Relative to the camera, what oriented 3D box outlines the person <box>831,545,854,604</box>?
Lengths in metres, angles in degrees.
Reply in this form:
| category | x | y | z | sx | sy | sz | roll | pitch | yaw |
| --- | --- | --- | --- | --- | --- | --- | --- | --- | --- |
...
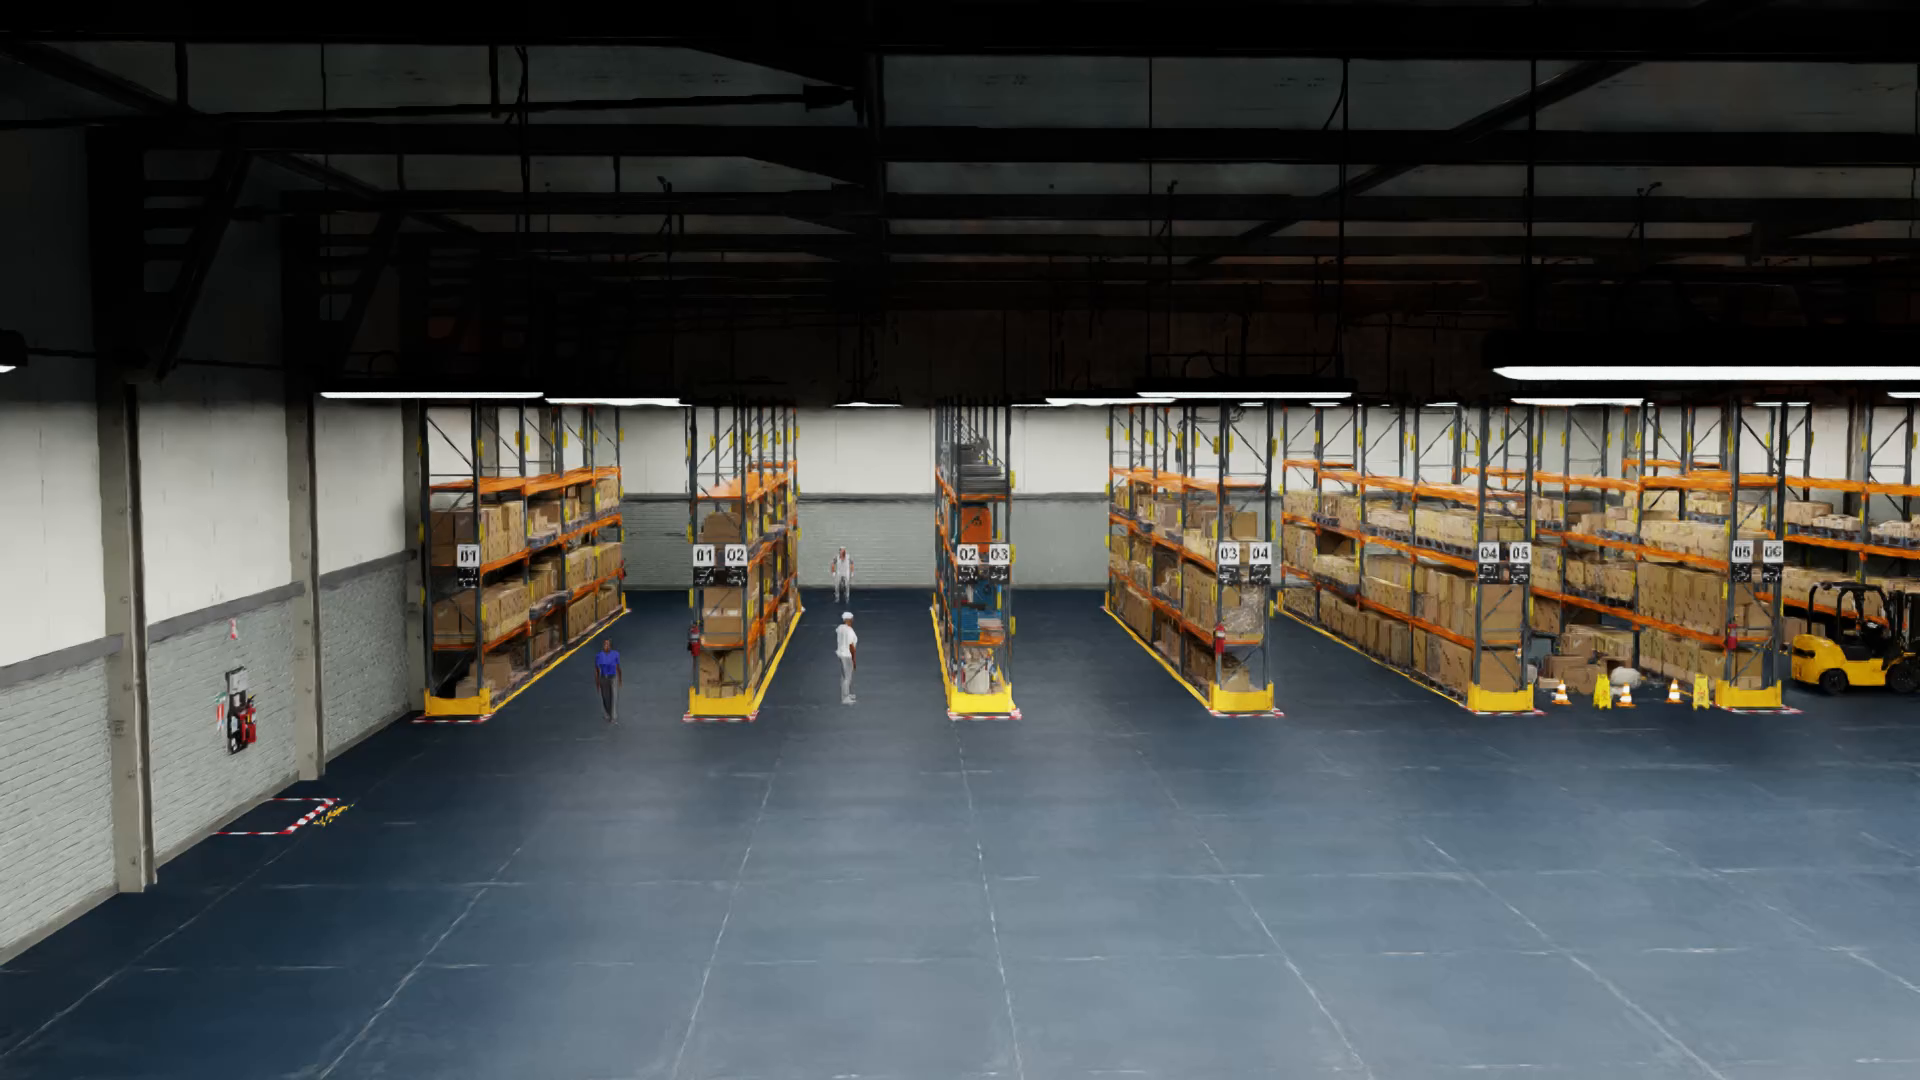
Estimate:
| category | x | y | z | sx | sy | sz | roll | pitch | yaw |
| --- | --- | --- | --- | --- | --- | --- | --- | --- | --- |
| person | -3.445 | 1.020 | 48.845 | 0.677 | 1.741 | 0.552 | 0 | 5 | -4 |

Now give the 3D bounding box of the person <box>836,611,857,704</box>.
| category | x | y | z | sx | sy | sz | roll | pitch | yaw |
| --- | --- | --- | --- | --- | --- | --- | --- | --- | --- |
| person | -2.164 | 2.269 | 32.428 | 0.464 | 1.772 | 0.645 | -3 | 5 | -30 |

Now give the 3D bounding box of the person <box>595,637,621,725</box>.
| category | x | y | z | sx | sy | sz | roll | pitch | yaw |
| --- | --- | --- | --- | --- | --- | --- | --- | --- | --- |
| person | -6.409 | 2.537 | 30.251 | 0.450 | 1.572 | 1.089 | 0 | 5 | -5 |
